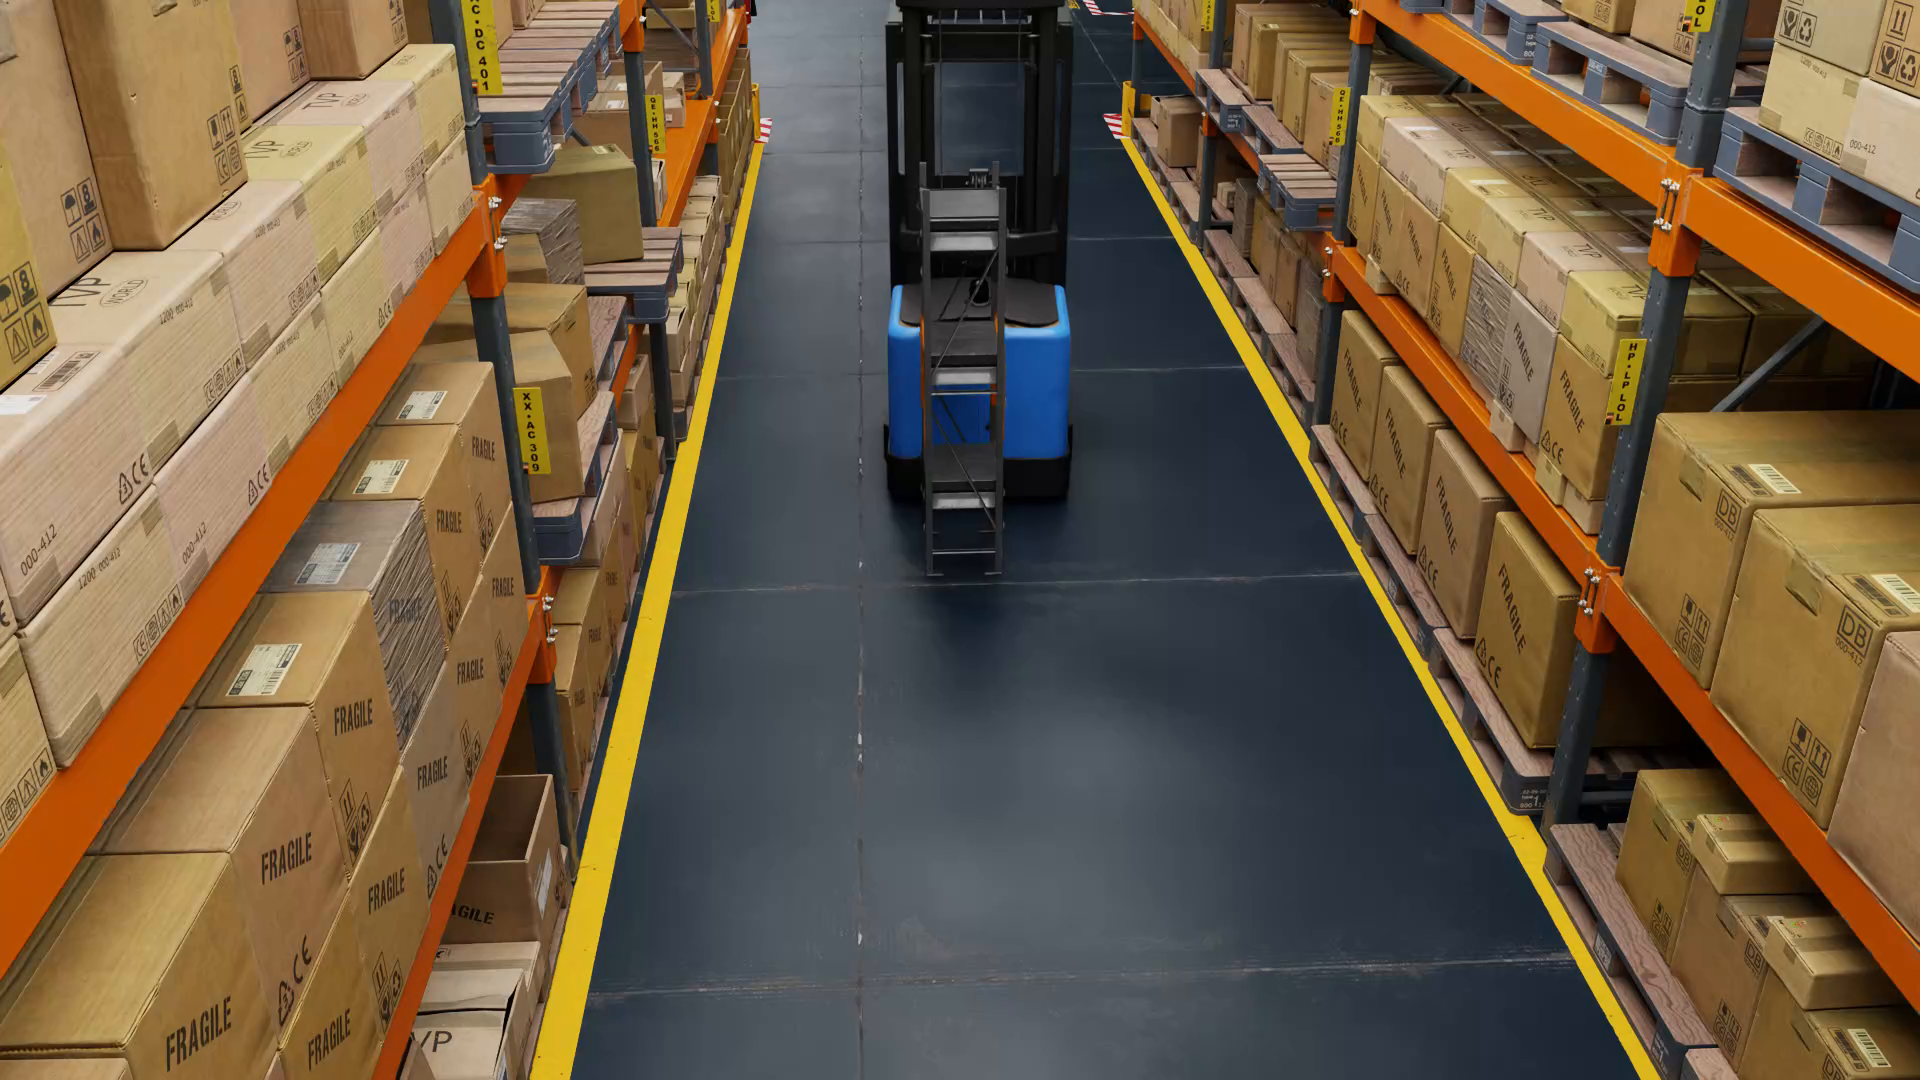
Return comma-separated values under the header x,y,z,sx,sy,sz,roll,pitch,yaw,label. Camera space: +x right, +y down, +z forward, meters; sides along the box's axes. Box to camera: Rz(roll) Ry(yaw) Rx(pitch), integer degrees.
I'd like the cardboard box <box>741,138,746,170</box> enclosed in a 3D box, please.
x,y,z,sx,sy,sz,roll,pitch,yaw,label
-2.249,-3.553,15.339,0.500,0.250,0.500,-1,28,-3,cardboard box

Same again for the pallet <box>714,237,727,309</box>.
x,y,z,sx,sy,sz,roll,pitch,yaw,label
-2.376,-2.097,13.041,1.003,0.211,1.213,-1,28,-3,pallet

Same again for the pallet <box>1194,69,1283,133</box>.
x,y,z,sx,sy,sz,roll,pitch,yaw,label
2.388,-3.352,12.641,1.003,0.211,1.213,-1,28,-3,pallet

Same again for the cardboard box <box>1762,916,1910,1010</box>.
x,y,z,sx,sy,sz,roll,pitch,yaw,label
2.711,1.287,5.086,0.380,0.149,0.250,-2,28,-4,cardboard box

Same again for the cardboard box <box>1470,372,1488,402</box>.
x,y,z,sx,sy,sz,roll,pitch,yaw,label
2.588,-0.734,7.663,0.380,0.149,0.250,-2,28,-4,cardboard box

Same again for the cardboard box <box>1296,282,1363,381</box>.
x,y,z,sx,sy,sz,roll,pitch,yaw,label
2.612,-1.364,10.849,0.700,0.500,0.500,-1,28,-2,cardboard box

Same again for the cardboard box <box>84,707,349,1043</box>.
x,y,z,sx,sy,sz,roll,pitch,yaw,label
-1.643,0.698,3.478,0.500,0.500,0.500,-1,28,-2,cardboard box

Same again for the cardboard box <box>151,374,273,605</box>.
x,y,z,sx,sy,sz,roll,pitch,yaw,label
-1.641,-0.099,3.115,0.500,0.250,0.500,-1,28,-3,cardboard box

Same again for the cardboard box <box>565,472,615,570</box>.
x,y,z,sx,sy,sz,roll,pitch,yaw,label
-1.870,-0.088,7.591,0.500,0.250,0.500,-1,28,-3,cardboard box

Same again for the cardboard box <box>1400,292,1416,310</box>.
x,y,z,sx,sy,sz,roll,pitch,yaw,label
2.558,-1.332,8.809,0.380,0.149,0.250,-2,28,-3,cardboard box

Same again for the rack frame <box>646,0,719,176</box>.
x,y,z,sx,sy,sz,roll,pitch,yaw,label
-2.453,-3.672,13.047,1.000,3.000,0.127,-1,28,-3,rack frame

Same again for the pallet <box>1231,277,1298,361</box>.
x,y,z,sx,sy,sz,roll,pitch,yaw,label
2.602,-1.633,12.152,1.003,0.211,1.213,-1,28,-3,pallet

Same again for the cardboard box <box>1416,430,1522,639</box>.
x,y,z,sx,sy,sz,roll,pitch,yaw,label
2.698,-0.039,7.953,0.750,0.750,0.750,-1,28,-1,cardboard box

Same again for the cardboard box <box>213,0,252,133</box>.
x,y,z,sx,sy,sz,roll,pitch,yaw,label
-2.055,-1.107,3.695,0.700,0.500,0.500,-1,28,-3,cardboard box

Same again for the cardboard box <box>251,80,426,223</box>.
x,y,z,sx,sy,sz,roll,pitch,yaw,label
-1.716,-1.014,4.328,0.500,0.250,0.500,-1,28,-3,cardboard box

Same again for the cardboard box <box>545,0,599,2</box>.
x,y,z,sx,sy,sz,roll,pitch,yaw,label
-2.134,-2.523,7.492,0.910,0.500,0.500,-1,28,-3,cardboard box

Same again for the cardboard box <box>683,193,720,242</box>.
x,y,z,sx,sy,sz,roll,pitch,yaw,label
-2.113,-2.468,12.650,0.500,0.311,0.500,-1,28,-1,cardboard box

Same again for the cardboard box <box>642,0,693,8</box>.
x,y,z,sx,sy,sz,roll,pitch,yaw,label
-2.483,-4.496,13.117,0.700,0.500,0.500,-1,28,-2,cardboard box

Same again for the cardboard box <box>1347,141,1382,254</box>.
x,y,z,sx,sy,sz,roll,pitch,yaw,label
2.472,-1.901,9.199,0.500,0.500,0.500,-1,28,-1,cardboard box

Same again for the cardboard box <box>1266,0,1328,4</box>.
x,y,z,sx,sy,sz,roll,pitch,yaw,label
2.677,-4.290,13.562,0.500,0.500,0.500,-2,28,-4,cardboard box

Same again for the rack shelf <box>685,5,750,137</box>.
x,y,z,sx,sy,sz,roll,pitch,yaw,label
-2.558,-4.277,14.984,1.077,0.370,4.000,-1,28,-3,rack shelf

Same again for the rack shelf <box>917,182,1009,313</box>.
x,y,z,sx,sy,sz,roll,pitch,yaw,label
0.009,-1.463,8.300,0.431,0.518,0.480,-1,28,-3,rack shelf

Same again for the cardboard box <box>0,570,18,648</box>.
x,y,z,sx,sy,sz,roll,pitch,yaw,label
-1.594,0.141,2.114,0.500,0.250,0.500,-1,28,-3,cardboard box

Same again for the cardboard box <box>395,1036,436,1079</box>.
x,y,z,sx,sy,sz,roll,pitch,yaw,label
-1.933,1.802,4.776,0.797,0.503,0.637,-1,28,-3,cardboard box

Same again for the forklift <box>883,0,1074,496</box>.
x,y,z,sx,sy,sz,roll,pitch,yaw,label
0.114,-2.187,10.273,1.130,2.935,3.031,0,28,0,forklift

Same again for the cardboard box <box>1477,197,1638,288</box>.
x,y,z,sx,sy,sz,roll,pitch,yaw,label
2.587,-1.298,7.233,0.500,0.250,0.500,-1,28,-2,cardboard box

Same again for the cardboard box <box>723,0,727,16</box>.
x,y,z,sx,sy,sz,roll,pitch,yaw,label
-2.651,-5.348,16.152,0.700,0.500,0.500,-1,28,-3,cardboard box

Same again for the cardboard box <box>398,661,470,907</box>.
x,y,z,sx,sy,sz,roll,pitch,yaw,label
-1.696,0.678,4.599,0.500,0.500,0.500,-1,28,-1,cardboard box

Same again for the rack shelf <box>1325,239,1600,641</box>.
x,y,z,sx,sy,sz,roll,pitch,yaw,label
2.807,-0.704,8.133,1.077,0.370,4.000,-1,28,-3,rack shelf

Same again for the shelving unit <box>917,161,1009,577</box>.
x,y,z,sx,sy,sz,roll,pitch,yaw,label
0.009,-0.855,8.618,0.431,2.100,0.503,-1,28,-3,shelving unit

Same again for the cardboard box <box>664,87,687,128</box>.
x,y,z,sx,sy,sz,roll,pitch,yaw,label
-2.224,-3.211,12.308,0.396,0.266,0.258,-2,28,-4,cardboard box

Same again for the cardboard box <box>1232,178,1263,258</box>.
x,y,z,sx,sy,sz,roll,pitch,yaw,label
2.548,-2.541,13.105,0.700,0.500,0.500,0,28,-1,cardboard box

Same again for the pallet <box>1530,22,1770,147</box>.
x,y,z,sx,sy,sz,roll,pitch,yaw,label
2.814,-1.766,6.356,0.805,0.209,1.217,-2,28,-5,pallet

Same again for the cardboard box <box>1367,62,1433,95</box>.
x,y,z,sx,sy,sz,roll,pitch,yaw,label
2.623,-2.780,10.051,0.380,0.149,0.250,-6,28,-11,cardboard box

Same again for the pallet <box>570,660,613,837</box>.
x,y,z,sx,sy,sz,roll,pitch,yaw,label
-2.116,0.884,7.327,1.003,0.211,1.213,-1,28,-3,pallet

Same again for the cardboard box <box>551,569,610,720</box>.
x,y,z,sx,sy,sz,roll,pitch,yaw,label
-1.857,0.460,7.351,0.500,0.500,0.500,-1,28,-2,cardboard box

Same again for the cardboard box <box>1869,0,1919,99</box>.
x,y,z,sx,sy,sz,roll,pitch,yaw,label
2.701,-1.352,4.145,0.500,0.500,0.500,-2,28,-4,cardboard box

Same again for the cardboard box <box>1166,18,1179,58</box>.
x,y,z,sx,sy,sz,roll,pitch,yaw,label
2.106,-4.409,14.601,0.500,0.250,0.500,-2,28,-3,cardboard box

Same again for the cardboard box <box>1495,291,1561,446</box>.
x,y,z,sx,sy,sz,roll,pitch,yaw,label
2.599,-0.727,6.948,0.500,0.500,0.500,-1,28,-2,cardboard box

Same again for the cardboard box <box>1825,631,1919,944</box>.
x,y,z,sx,sy,sz,roll,pitch,yaw,label
3.003,0.692,4.355,0.980,0.700,0.700,-3,28,-5,cardboard box

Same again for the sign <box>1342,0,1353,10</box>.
x,y,z,sx,sy,sz,roll,pitch,yaw,label
3.047,-4.322,13.041,0.100,0.325,0.005,-1,28,-3,sign

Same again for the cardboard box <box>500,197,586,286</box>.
x,y,z,sx,sy,sz,roll,pitch,yaw,label
-2.242,-1.340,8.014,0.700,0.500,0.500,4,28,7,cardboard box

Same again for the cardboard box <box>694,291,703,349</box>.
x,y,z,sx,sy,sz,roll,pitch,yaw,label
-2.039,-1.513,11.426,0.500,0.250,0.500,-2,28,-4,cardboard box

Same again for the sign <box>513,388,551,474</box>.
x,y,z,sx,sy,sz,roll,pitch,yaw,label
-1.494,-0.378,5.795,0.100,0.325,0.005,-1,28,-3,sign

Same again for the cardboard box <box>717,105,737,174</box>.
x,y,z,sx,sy,sz,roll,pitch,yaw,label
-2.199,-3.424,14.280,0.500,0.500,0.500,-1,28,-3,cardboard box

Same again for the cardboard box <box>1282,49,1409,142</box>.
x,y,z,sx,sy,sz,roll,pitch,yaw,label
2.580,-2.977,11.131,0.700,0.500,0.500,-1,28,-3,cardboard box

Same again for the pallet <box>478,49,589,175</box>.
x,y,z,sx,sy,sz,roll,pitch,yaw,label
-2.000,-1.527,5.894,1.213,0.211,1.003,-1,28,-3,pallet

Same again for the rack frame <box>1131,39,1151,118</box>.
x,y,z,sx,sy,sz,roll,pitch,yaw,label
2.284,-5.641,16.821,1.000,3.000,0.127,-1,28,-3,rack frame

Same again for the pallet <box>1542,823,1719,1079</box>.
x,y,z,sx,sy,sz,roll,pitch,yaw,label
2.873,1.490,6.164,1.003,0.211,1.213,-1,28,-3,pallet

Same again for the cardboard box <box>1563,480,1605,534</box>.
x,y,z,sx,sy,sz,roll,pitch,yaw,label
2.611,-0.146,6.536,0.380,0.149,0.250,-1,28,-2,cardboard box

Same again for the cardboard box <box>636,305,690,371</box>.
x,y,z,sx,sy,sz,roll,pitch,yaw,label
-1.979,-1.290,10.392,0.500,0.311,0.500,0,28,-1,cardboard box

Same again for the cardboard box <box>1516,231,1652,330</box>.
x,y,z,sx,sy,sz,roll,pitch,yaw,label
2.614,-1.062,6.781,0.500,0.250,0.500,-1,28,-2,cardboard box

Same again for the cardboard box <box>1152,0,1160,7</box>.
x,y,z,sx,sy,sz,roll,pitch,yaw,label
2.046,-5.221,15.346,0.500,0.500,0.500,-2,28,-4,cardboard box

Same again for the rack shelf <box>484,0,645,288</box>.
x,y,z,sx,sy,sz,roll,pitch,yaw,label
-2.140,-1.912,7.207,1.077,0.370,4.000,-1,28,-3,rack shelf

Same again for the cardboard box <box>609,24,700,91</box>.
x,y,z,sx,sy,sz,roll,pitch,yaw,label
-2.483,-3.921,13.417,0.700,0.500,0.500,-2,28,-4,cardboard box
